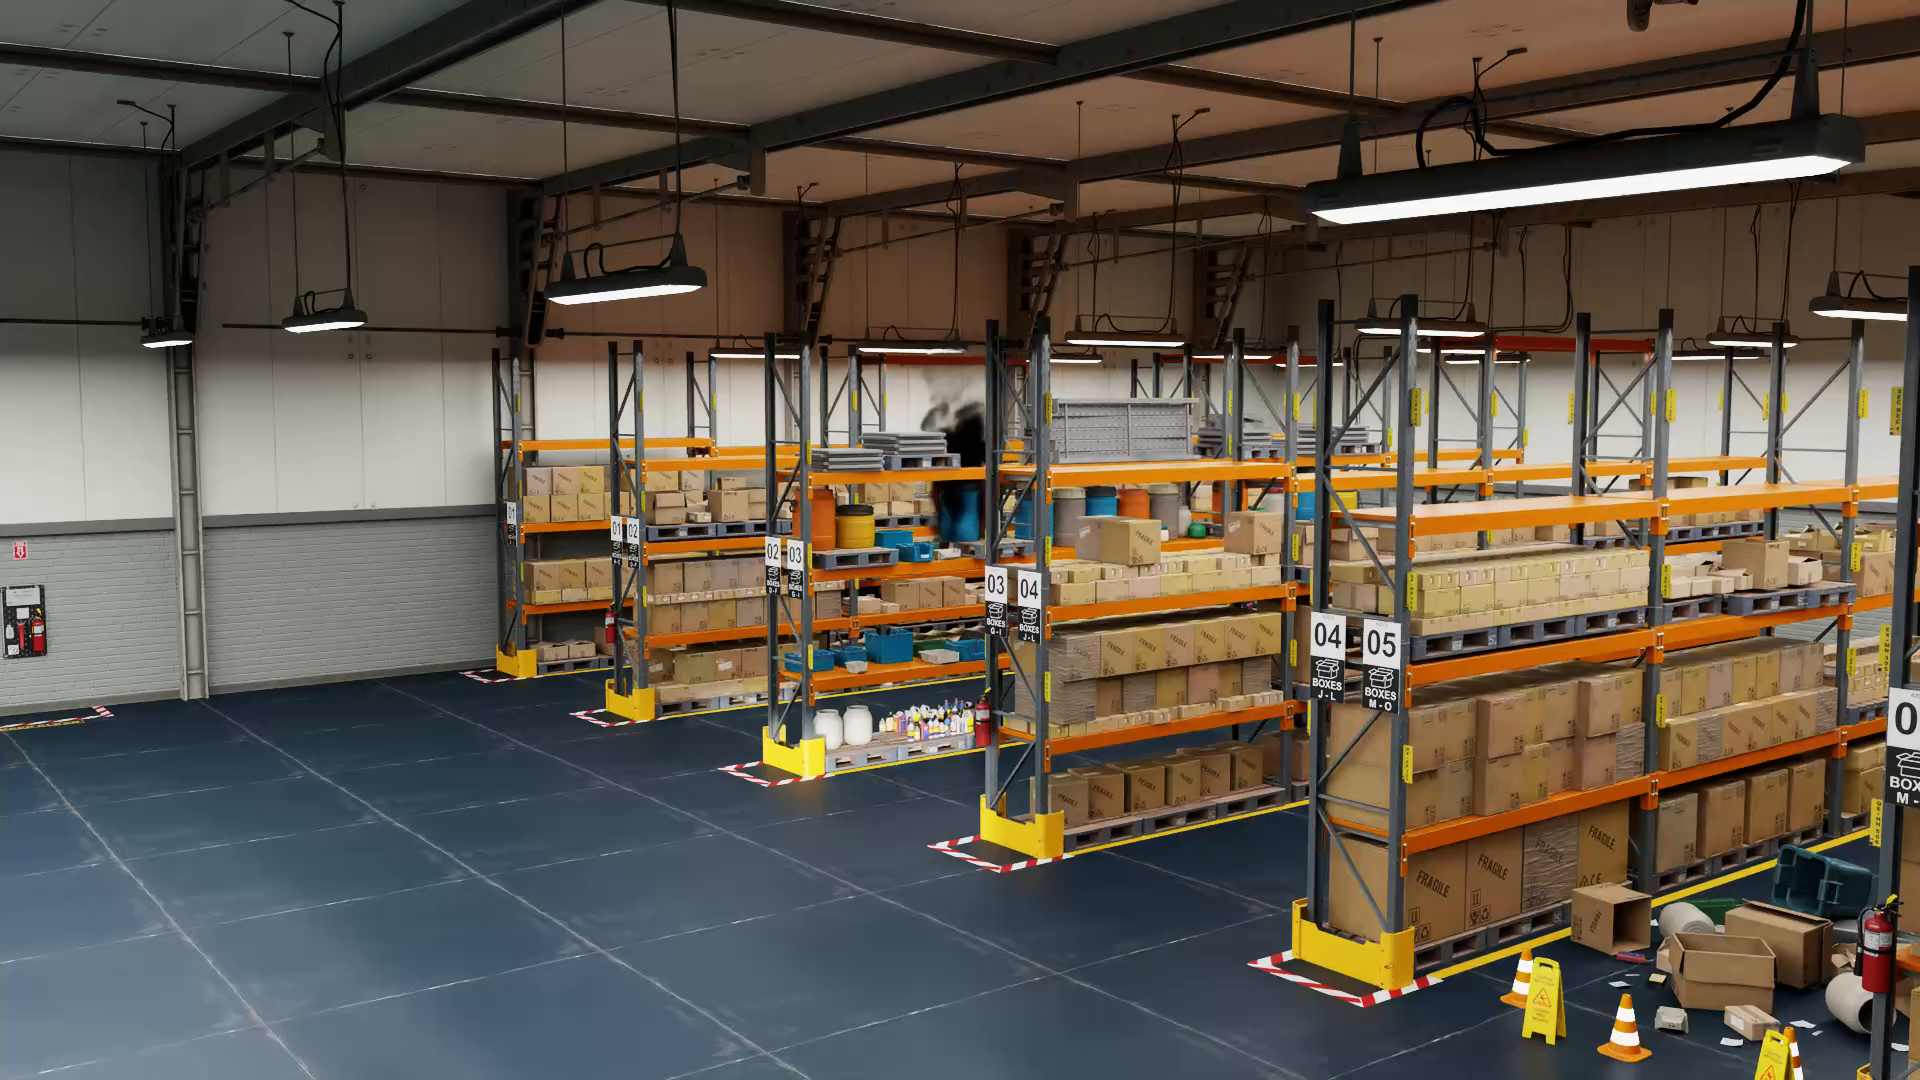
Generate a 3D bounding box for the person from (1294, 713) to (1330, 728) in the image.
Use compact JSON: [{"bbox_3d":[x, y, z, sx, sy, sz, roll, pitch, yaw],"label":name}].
[{"bbox_3d":[5.065,2.199,23.930,0.579,1.621,0.808,5,7,44],"label":"person"}]
